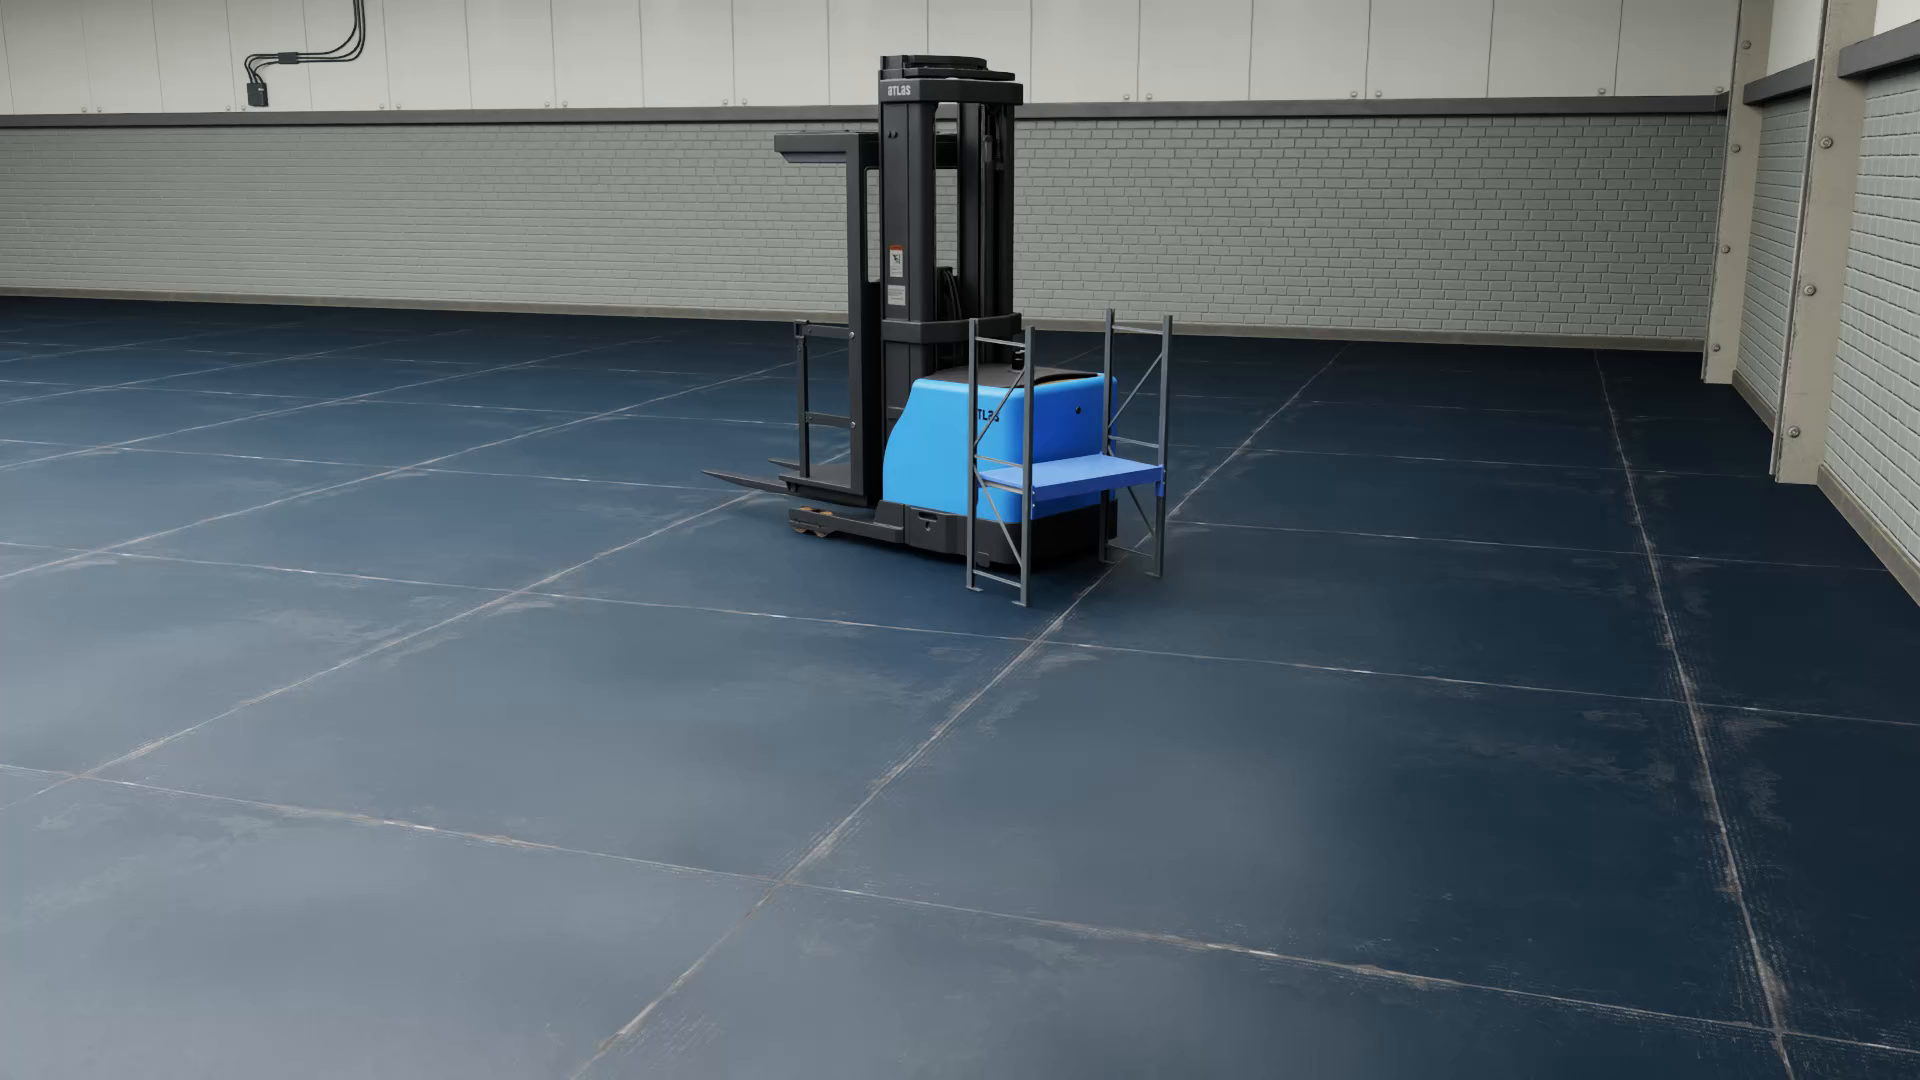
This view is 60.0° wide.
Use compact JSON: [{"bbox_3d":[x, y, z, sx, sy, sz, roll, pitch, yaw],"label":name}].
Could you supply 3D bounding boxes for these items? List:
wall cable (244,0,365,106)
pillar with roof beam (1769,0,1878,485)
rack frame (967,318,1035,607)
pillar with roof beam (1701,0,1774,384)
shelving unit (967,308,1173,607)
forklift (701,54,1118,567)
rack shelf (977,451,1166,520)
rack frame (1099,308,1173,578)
[{"bbox_3d":[-10.402,-9.874,25.884,2.305,6.003,0.169,4,14,18],"label":"wall cable"},{"bbox_3d":[2.206,-5.157,12.858,9.100,9.000,0.400,4,14,18],"label":"pillar with roof beam"},{"bbox_3d":[0.213,-0.417,8.930,0.032,1.500,0.500,-10,17,-38],"label":"rack frame"},{"bbox_3d":[4.148,-6.420,18.393,9.100,9.000,0.400,4,14,18],"label":"pillar with roof beam"},{"bbox_3d":[0.607,-0.488,9.242,1.048,1.500,0.538,-10,17,-38],"label":"shelving unit"},{"bbox_3d":[-0.463,-1.522,10.571,3.031,2.935,1.130,11,17,41],"label":"forklift"},{"bbox_3d":[0.606,-0.313,9.284,1.000,0.185,0.538,-10,17,-38],"label":"rack shelf"},{"bbox_3d":[1.002,-0.560,9.554,0.032,1.500,0.500,-10,17,-38],"label":"rack frame"}]
